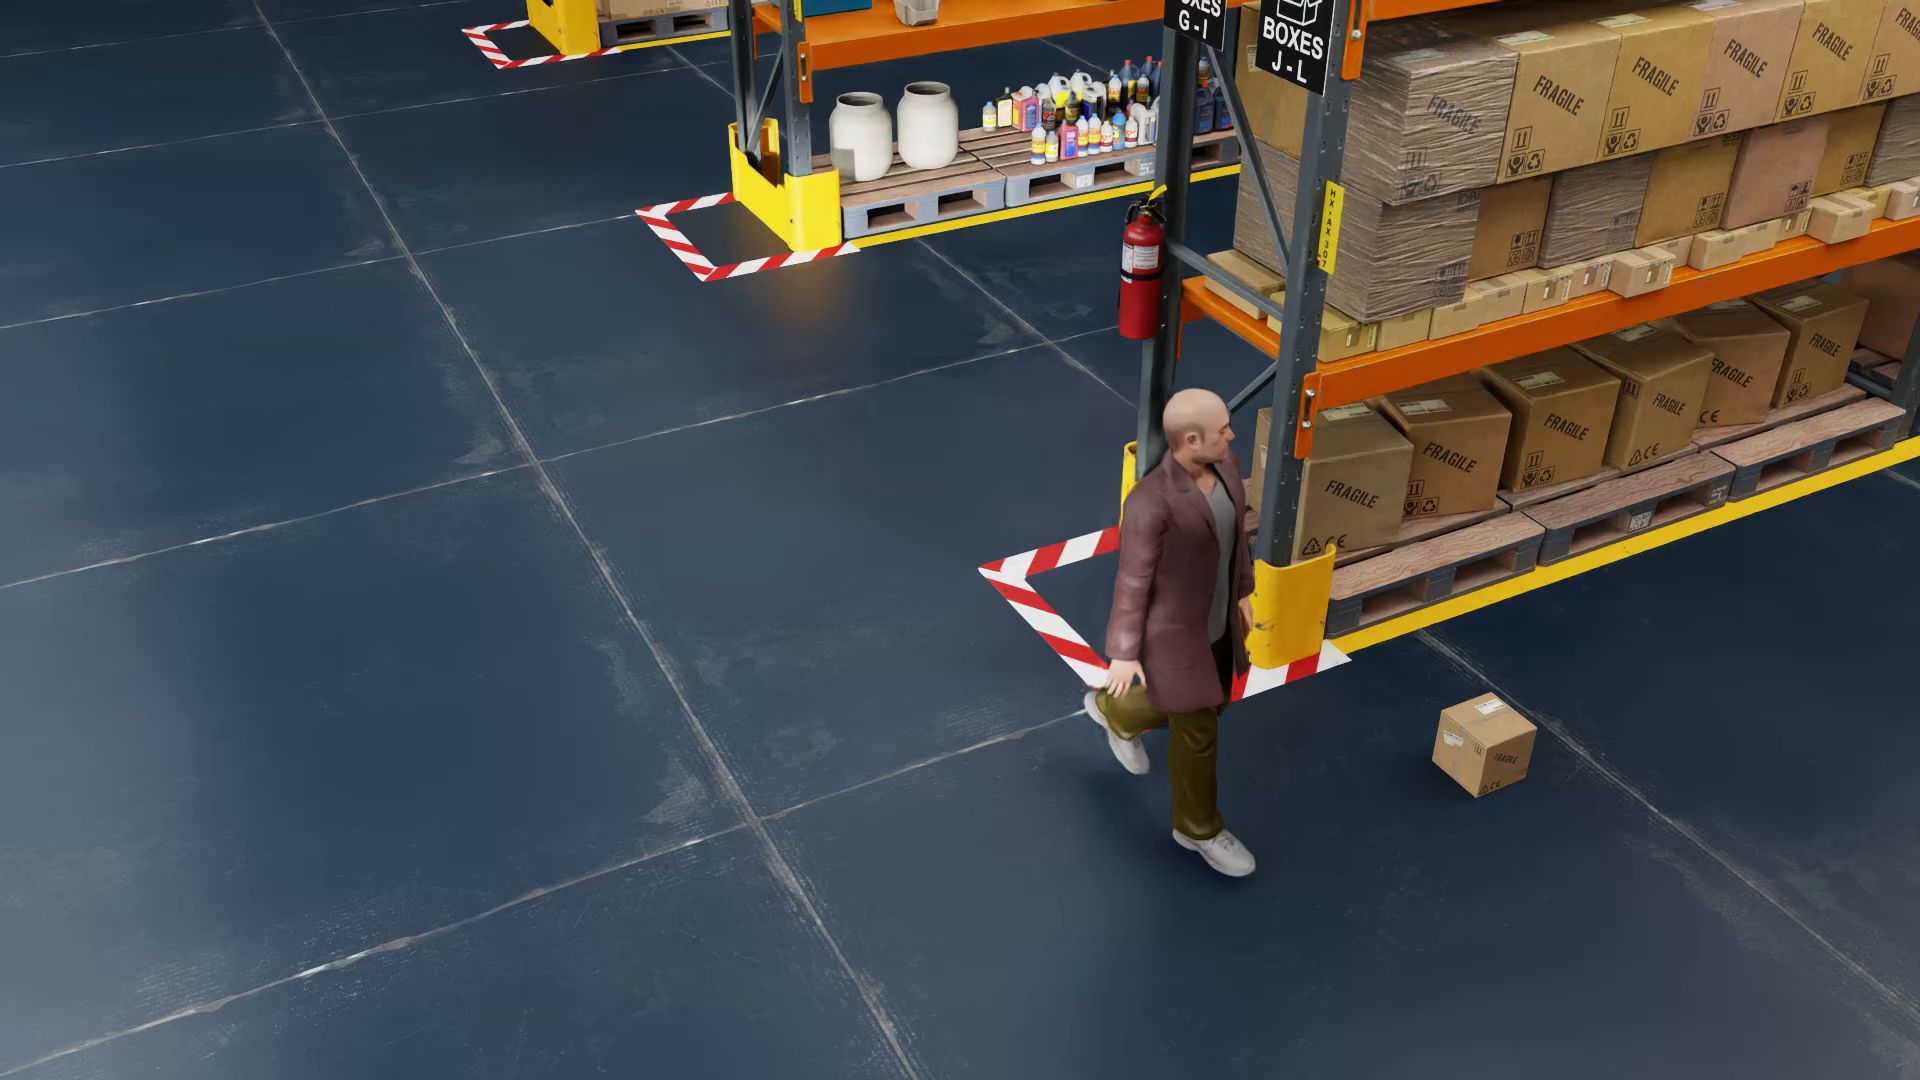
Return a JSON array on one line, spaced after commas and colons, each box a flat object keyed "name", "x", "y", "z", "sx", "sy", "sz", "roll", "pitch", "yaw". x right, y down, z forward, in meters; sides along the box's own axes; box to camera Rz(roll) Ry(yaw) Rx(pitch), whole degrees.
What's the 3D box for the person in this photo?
[{"name": "person", "x": 0.752, "y": 0.364, "z": 5.745, "sx": 0.900, "sy": 1.558, "sz": 0.646, "roll": 27, "pitch": 42, "yaw": 36}]
